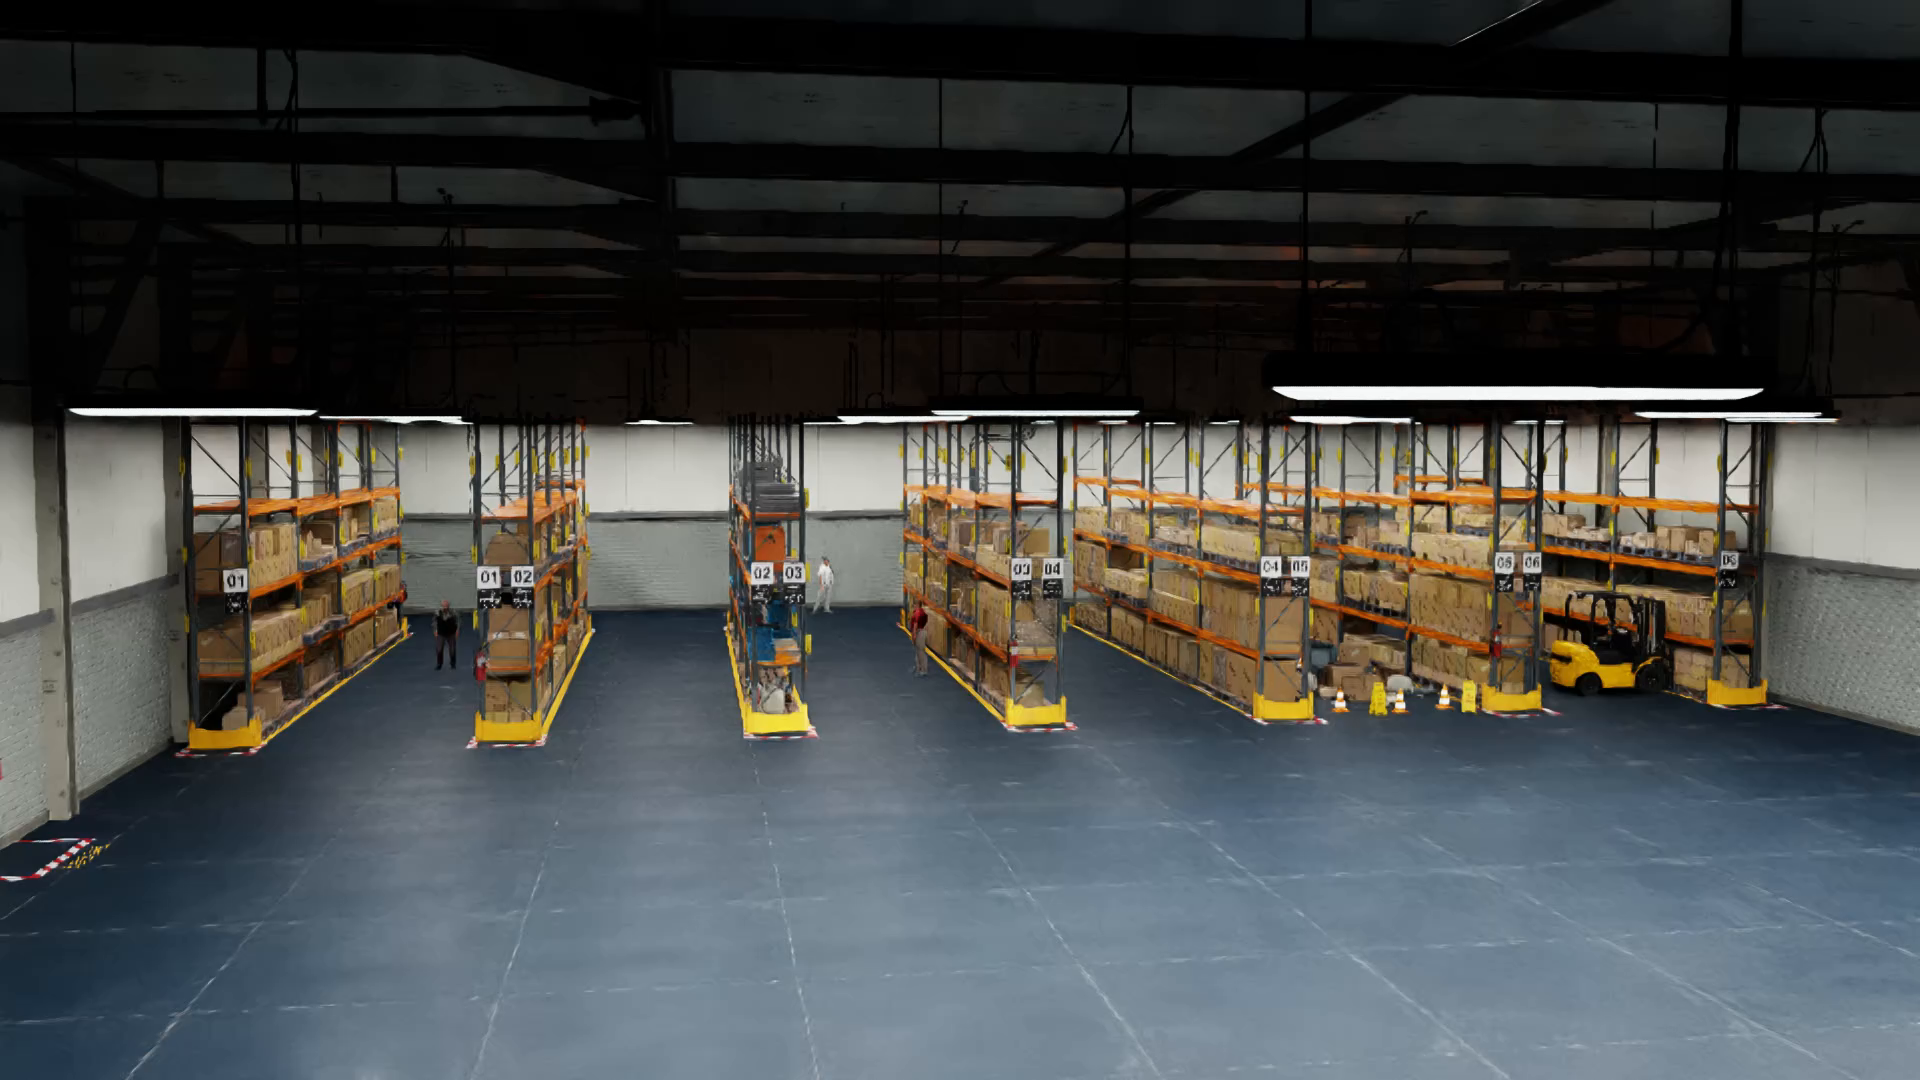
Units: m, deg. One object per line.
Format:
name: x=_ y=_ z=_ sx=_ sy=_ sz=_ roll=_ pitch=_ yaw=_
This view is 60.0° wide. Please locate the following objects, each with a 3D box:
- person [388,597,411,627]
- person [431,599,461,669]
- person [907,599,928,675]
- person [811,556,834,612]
person: x=-15.981 y=1.716 z=47.102 sx=0.532 sy=1.586 sz=0.636 roll=2 pitch=4 yaw=28
person: x=-12.140 y=2.221 z=39.321 sx=0.677 sy=1.674 sz=0.534 roll=-1 pitch=4 yaw=-12
person: x=-0.987 y=2.226 z=38.564 sx=0.589 sy=1.719 sz=0.669 roll=1 pitch=4 yaw=16
person: x=-4.254 y=1.365 z=51.324 sx=0.514 sy=1.750 sz=0.725 roll=3 pitch=5 yaw=37
